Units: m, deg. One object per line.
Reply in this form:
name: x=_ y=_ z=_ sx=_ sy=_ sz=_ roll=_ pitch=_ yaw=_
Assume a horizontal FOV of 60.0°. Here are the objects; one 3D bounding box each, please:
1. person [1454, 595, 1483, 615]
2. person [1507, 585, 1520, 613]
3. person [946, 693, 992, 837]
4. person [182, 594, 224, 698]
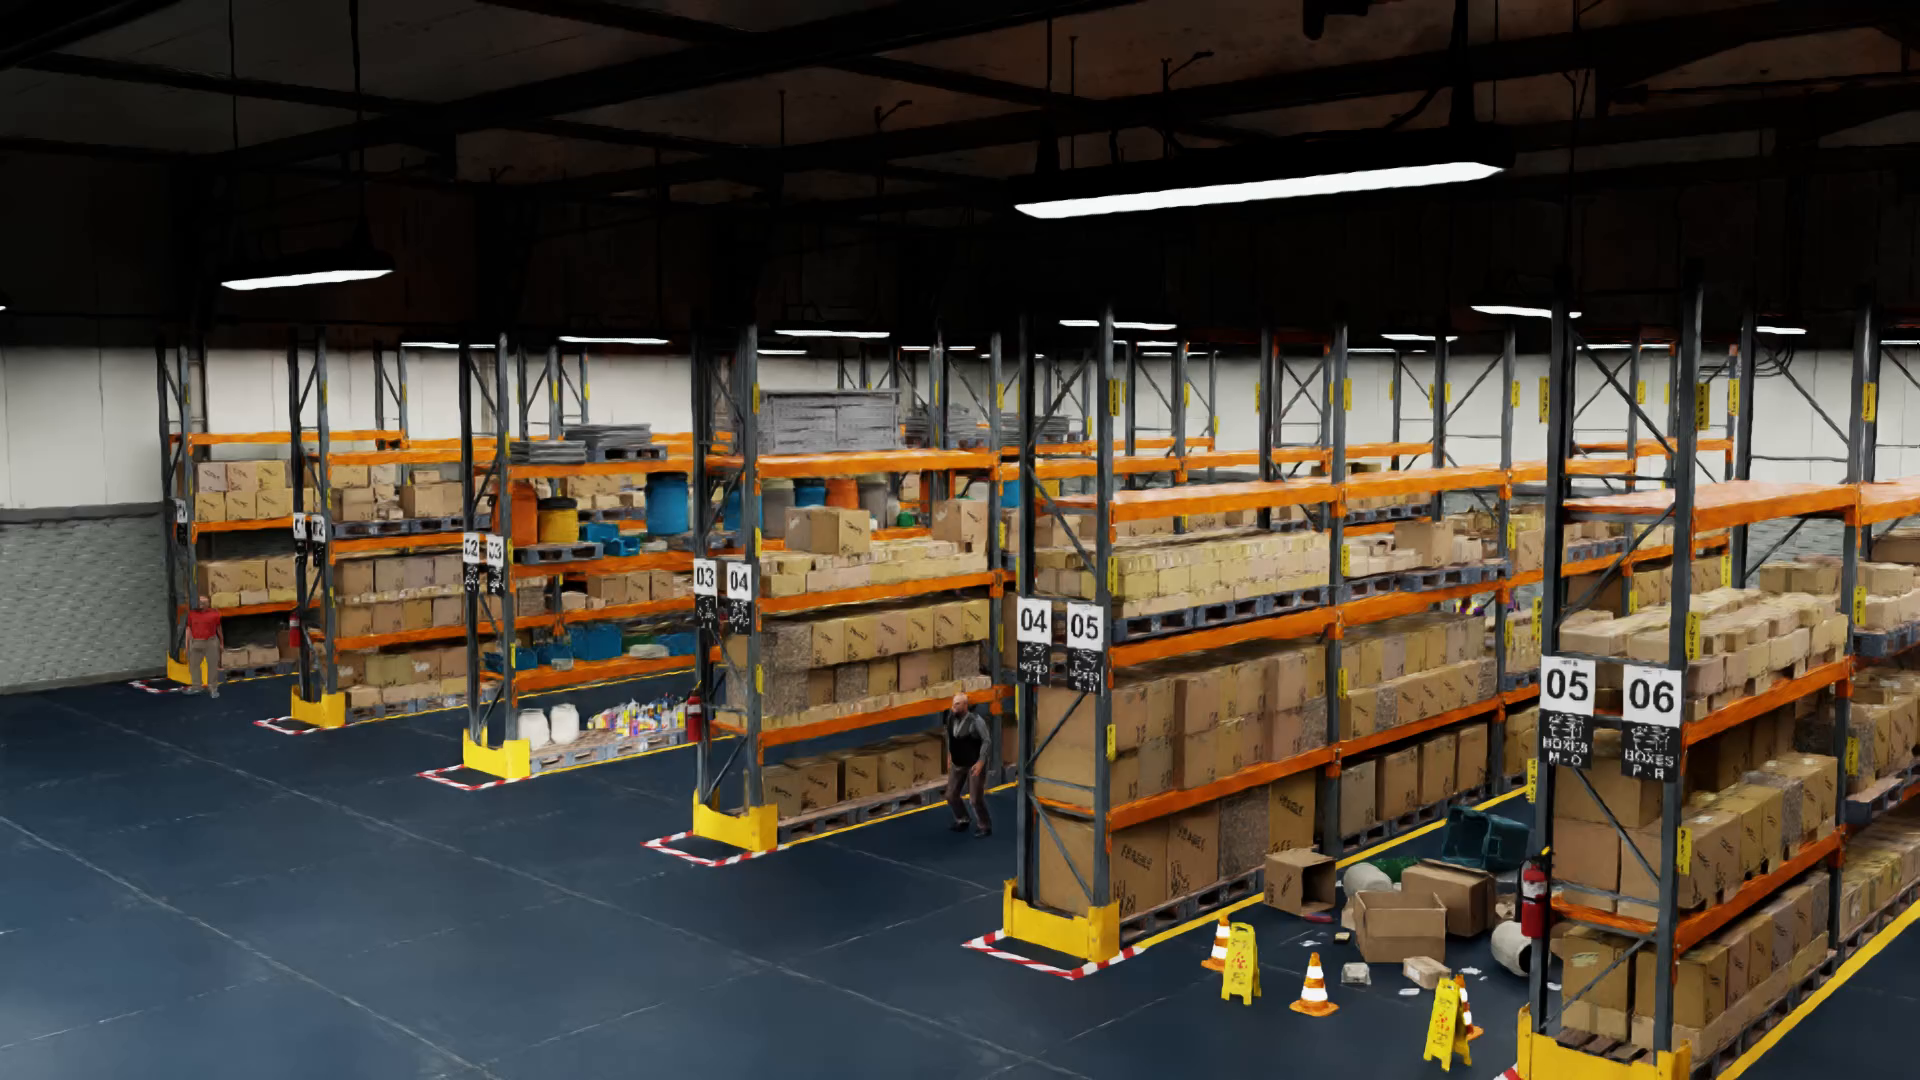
person: x=8.702 y=1.631 z=28.566 sx=0.575 sy=1.689 sz=1.128 roll=5 pitch=7 yaw=40
person: x=10.934 y=1.304 z=32.896 sx=0.861 sy=1.531 sz=0.462 roll=-3 pitch=6 yaw=-25
person: x=0.094 y=2.557 z=19.007 sx=0.677 sy=1.671 sz=0.534 roll=5 pitch=7 yaw=42
person: x=-12.572 y=1.735 z=27.473 sx=0.724 sy=1.721 sz=0.518 roll=0 pitch=5 yaw=-3
